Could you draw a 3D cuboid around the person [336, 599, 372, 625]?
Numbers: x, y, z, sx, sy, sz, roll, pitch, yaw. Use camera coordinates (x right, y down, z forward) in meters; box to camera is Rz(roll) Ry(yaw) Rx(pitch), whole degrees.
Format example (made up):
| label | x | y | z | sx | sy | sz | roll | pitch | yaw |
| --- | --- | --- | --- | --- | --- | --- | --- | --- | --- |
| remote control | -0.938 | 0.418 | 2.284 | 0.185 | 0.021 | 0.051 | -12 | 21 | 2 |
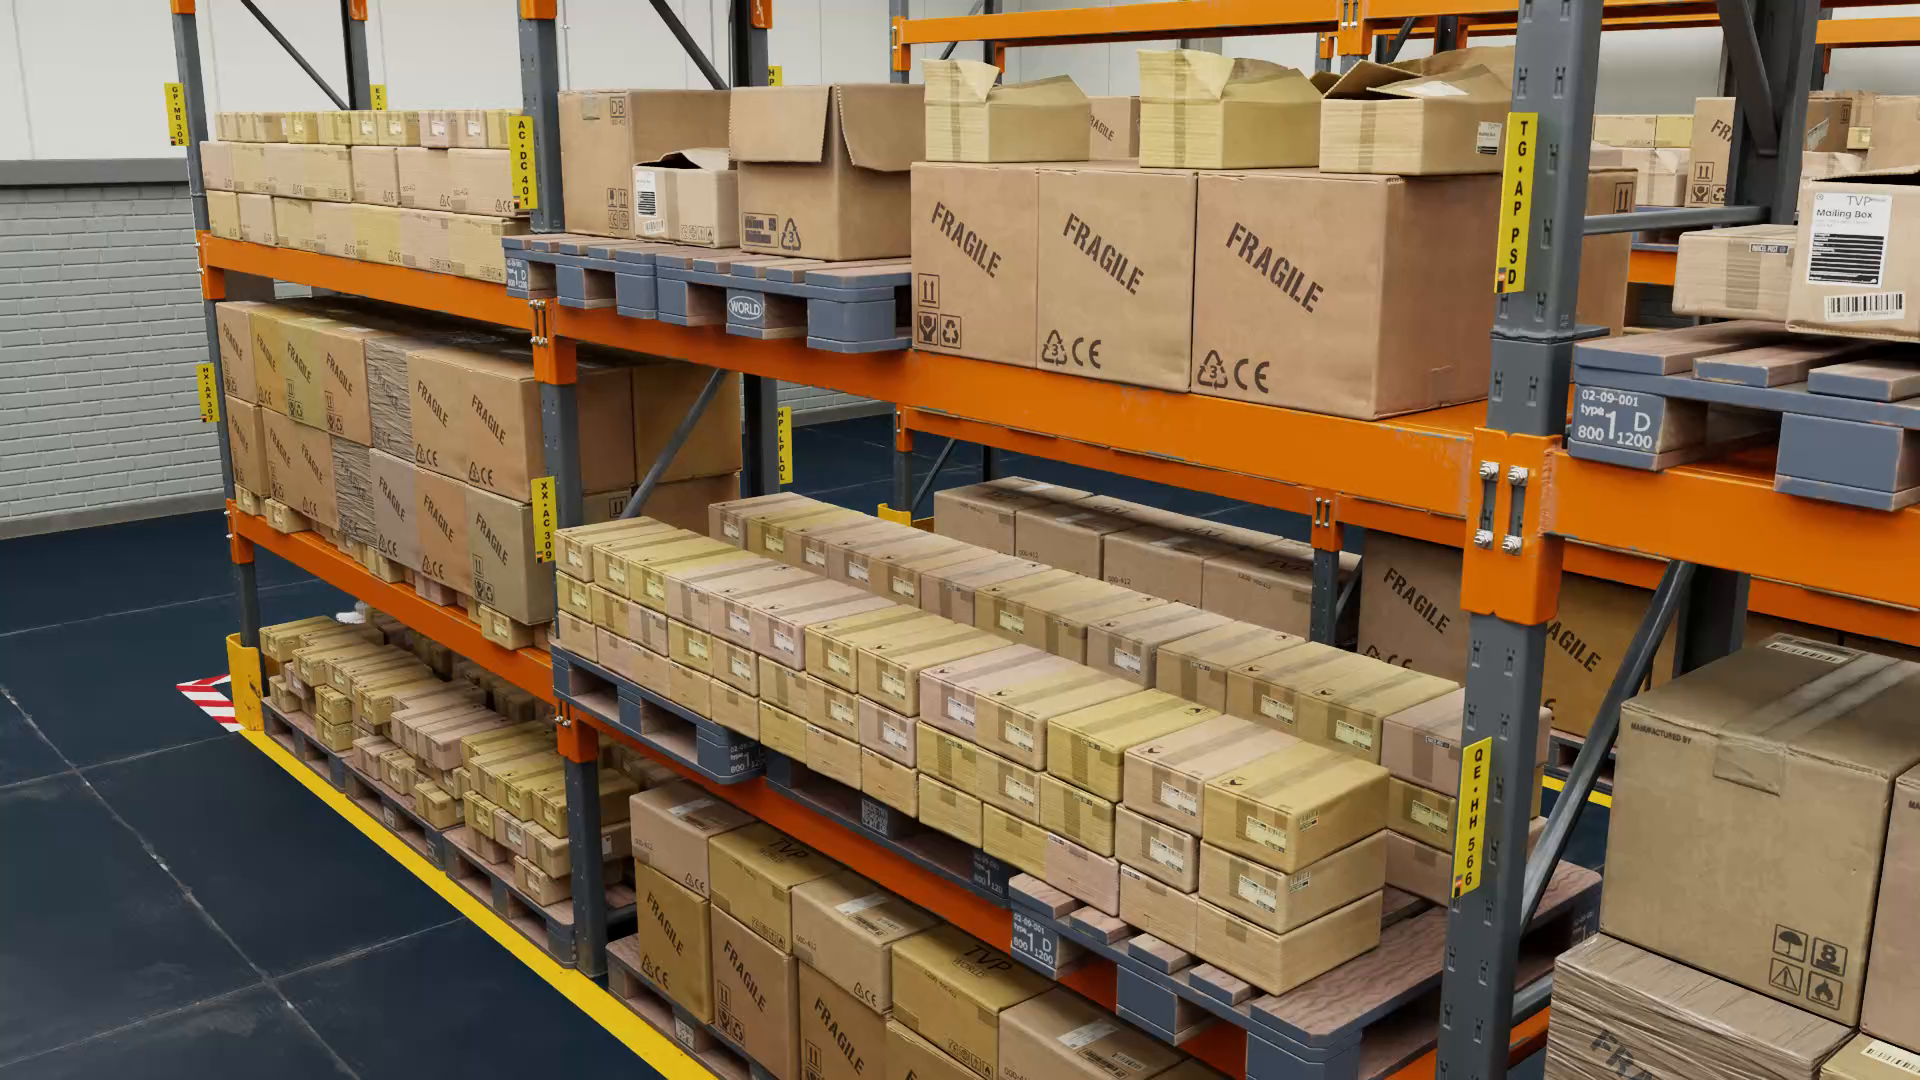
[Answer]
| label | x | y | z | sx | sy | sz | roll | pitch | yaw |
| --- | --- | --- | --- | --- | --- | --- | --- | --- | --- |
| person | -3.781 | -0.200 | 11.309 | 1.035 | 1.620 | 0.481 | 2 | 14 | 7 |
